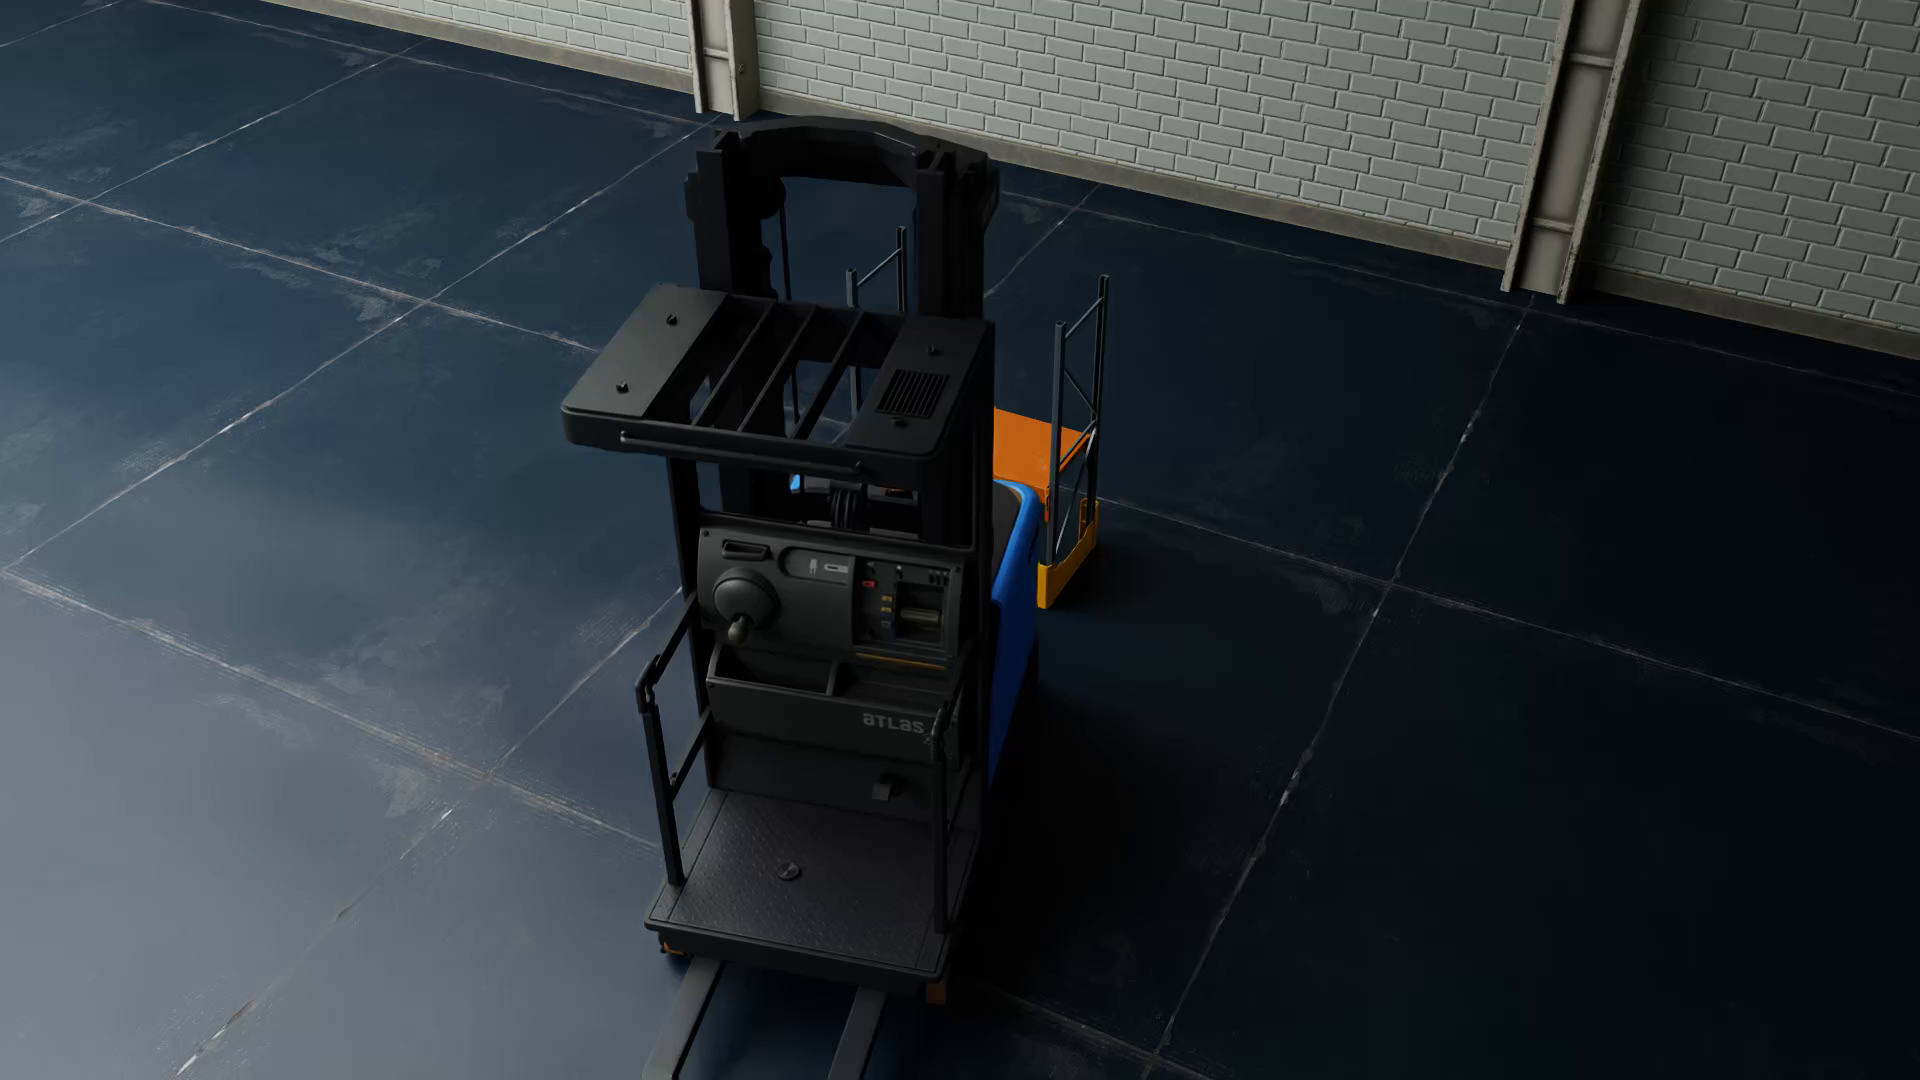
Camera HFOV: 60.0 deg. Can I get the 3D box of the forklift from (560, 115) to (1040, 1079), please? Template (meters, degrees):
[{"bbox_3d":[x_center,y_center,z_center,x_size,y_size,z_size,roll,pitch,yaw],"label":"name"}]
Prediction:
[{"bbox_3d":[-0.490,0.262,5.481,1.130,2.935,3.031,8,38,10],"label":"forklift"}]

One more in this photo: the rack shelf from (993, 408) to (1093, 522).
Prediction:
[{"bbox_3d":[0.076,-0.430,7.874,1.000,0.185,0.538,17,41,21],"label":"rack shelf"}]

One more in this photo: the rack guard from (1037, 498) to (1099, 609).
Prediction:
[{"bbox_3d":[0.510,0.060,7.964,0.087,0.250,0.587,17,41,21],"label":"rack guard"}]

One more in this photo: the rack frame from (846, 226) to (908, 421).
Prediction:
[{"bbox_3d":[-0.376,-0.715,7.952,0.032,1.500,0.500,17,41,21],"label":"rack frame"}]

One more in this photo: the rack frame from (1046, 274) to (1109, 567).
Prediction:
[{"bbox_3d":[0.527,-0.432,7.579,0.032,1.500,0.500,17,41,21],"label":"rack frame"}]

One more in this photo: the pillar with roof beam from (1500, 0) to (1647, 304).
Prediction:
[{"bbox_3d":[1.609,-2.846,4.556,0.400,9.000,9.100,17,41,21],"label":"pillar with roof beam"}]

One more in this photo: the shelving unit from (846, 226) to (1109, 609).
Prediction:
[{"bbox_3d":[0.068,-0.576,7.769,1.083,1.500,0.587,17,41,21],"label":"shelving unit"}]

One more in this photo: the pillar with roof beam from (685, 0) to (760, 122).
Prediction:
[{"bbox_3d":[-3.719,-4.514,6.754,0.400,9.000,9.100,17,41,21],"label":"pillar with roof beam"}]
